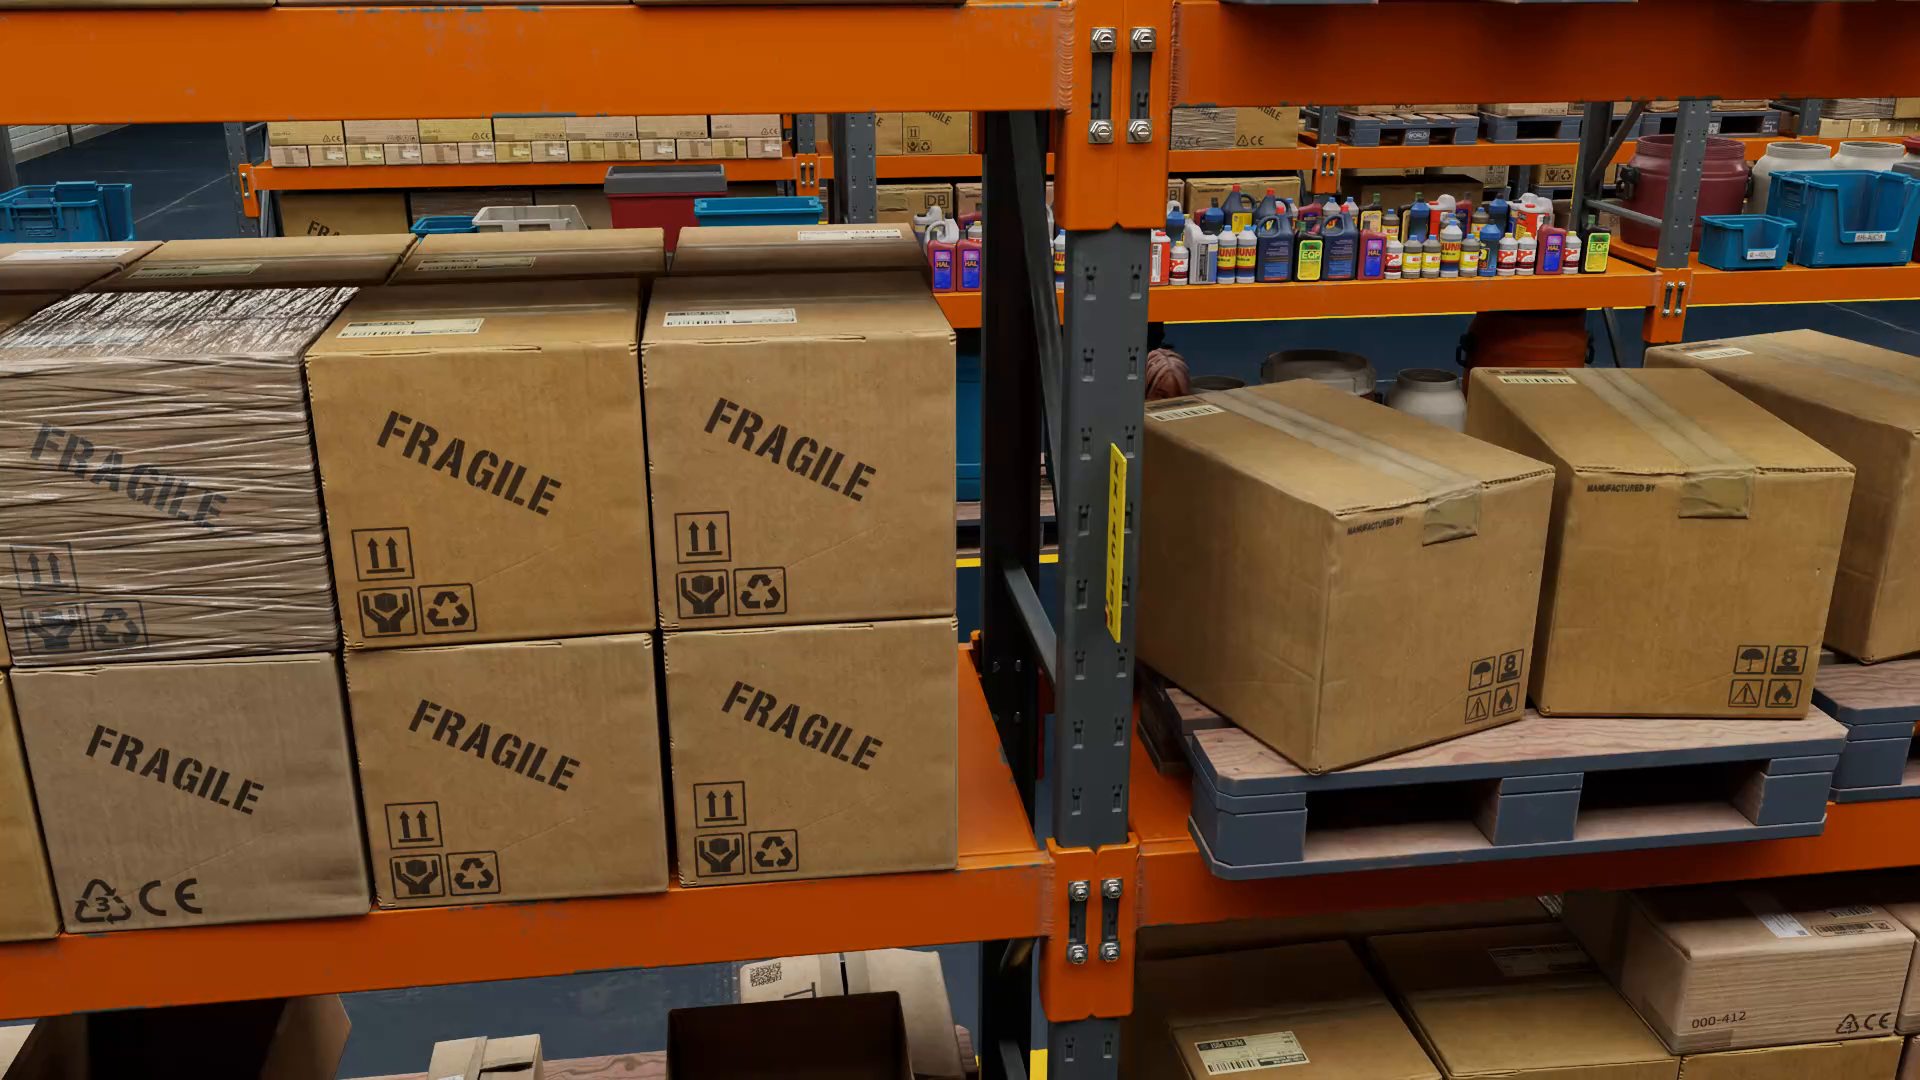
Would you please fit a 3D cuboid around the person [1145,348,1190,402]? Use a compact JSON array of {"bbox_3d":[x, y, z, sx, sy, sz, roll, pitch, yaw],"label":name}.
[{"bbox_3d":[0.655,0.100,5.821,0.462,1.593,0.344,-3,20,-8],"label":"person"}]
